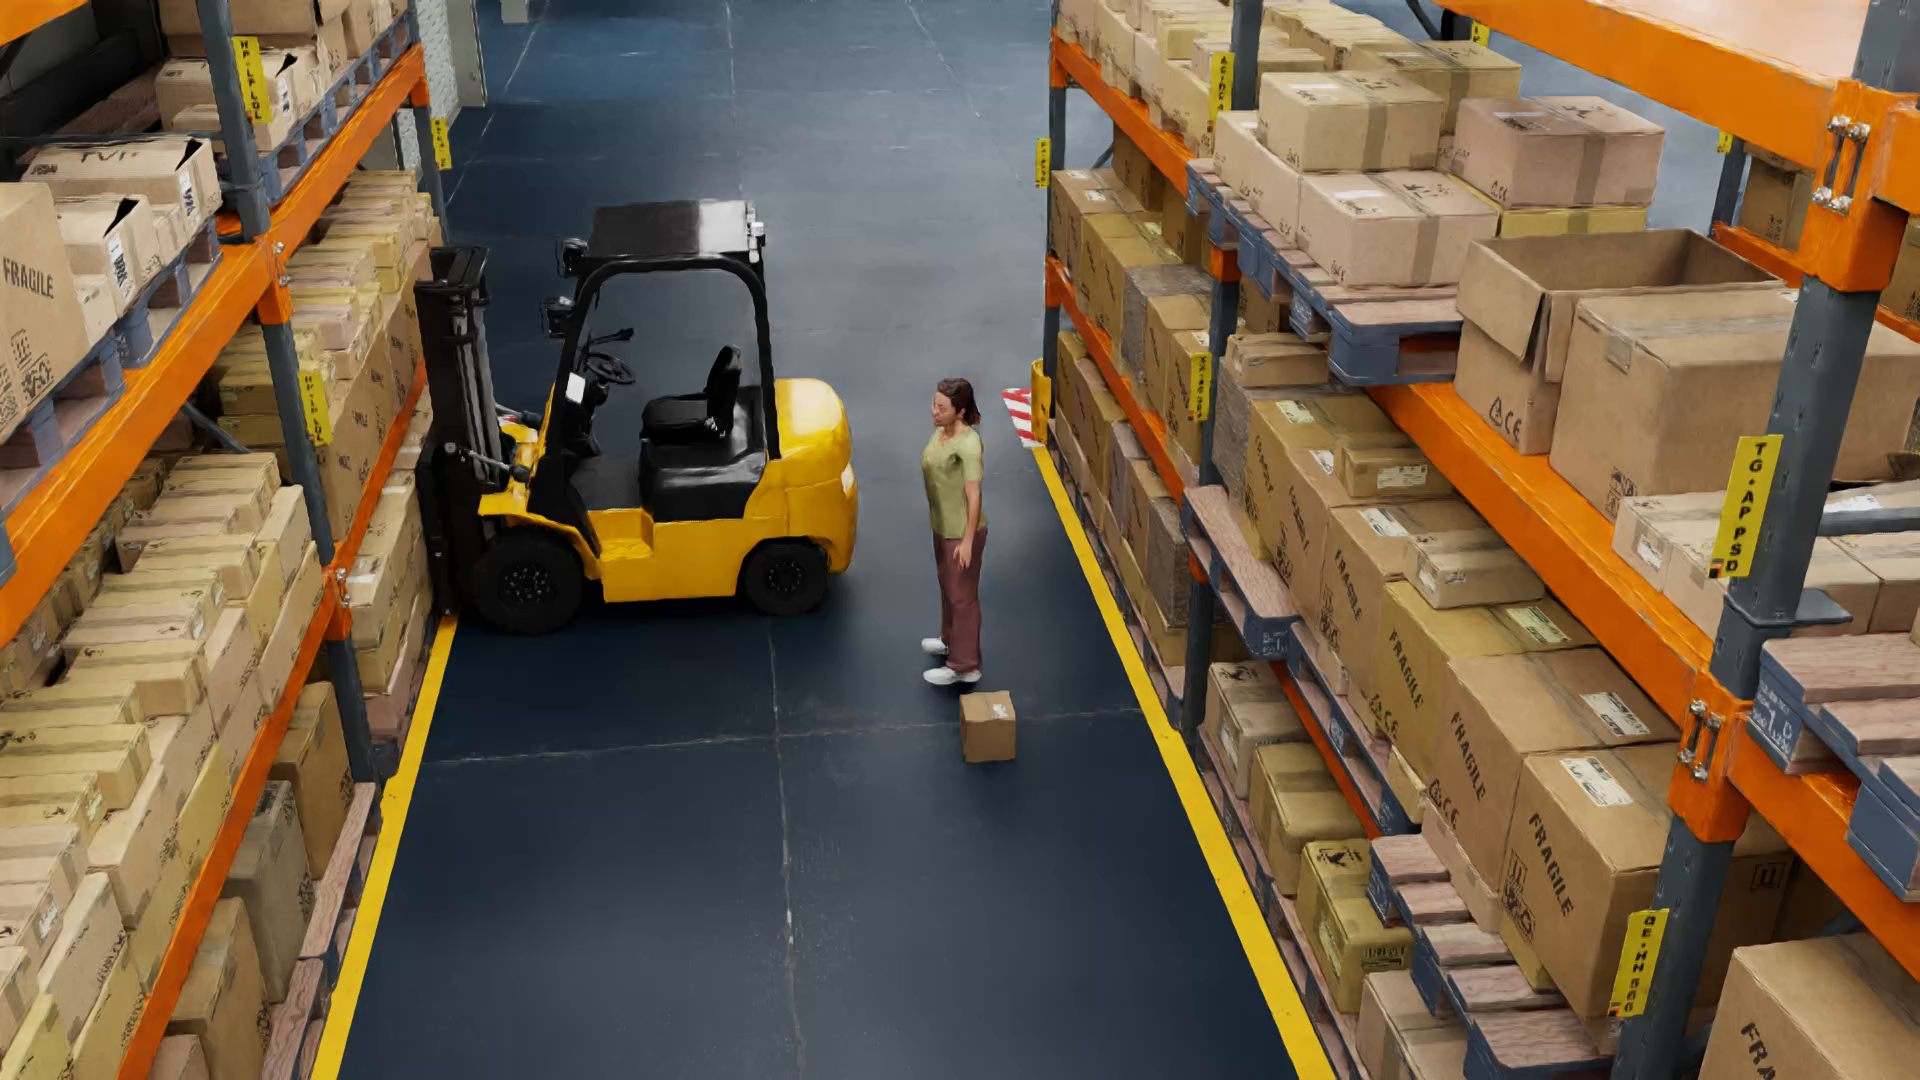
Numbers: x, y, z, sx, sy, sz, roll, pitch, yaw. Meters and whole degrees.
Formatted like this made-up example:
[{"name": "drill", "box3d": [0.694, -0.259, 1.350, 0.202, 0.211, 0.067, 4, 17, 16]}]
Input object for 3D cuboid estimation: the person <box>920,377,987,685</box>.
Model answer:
[{"name": "person", "box3d": [-0.046, -0.044, 8.640, 0.384, 1.685, 0.577, -10, 29, -18]}]
